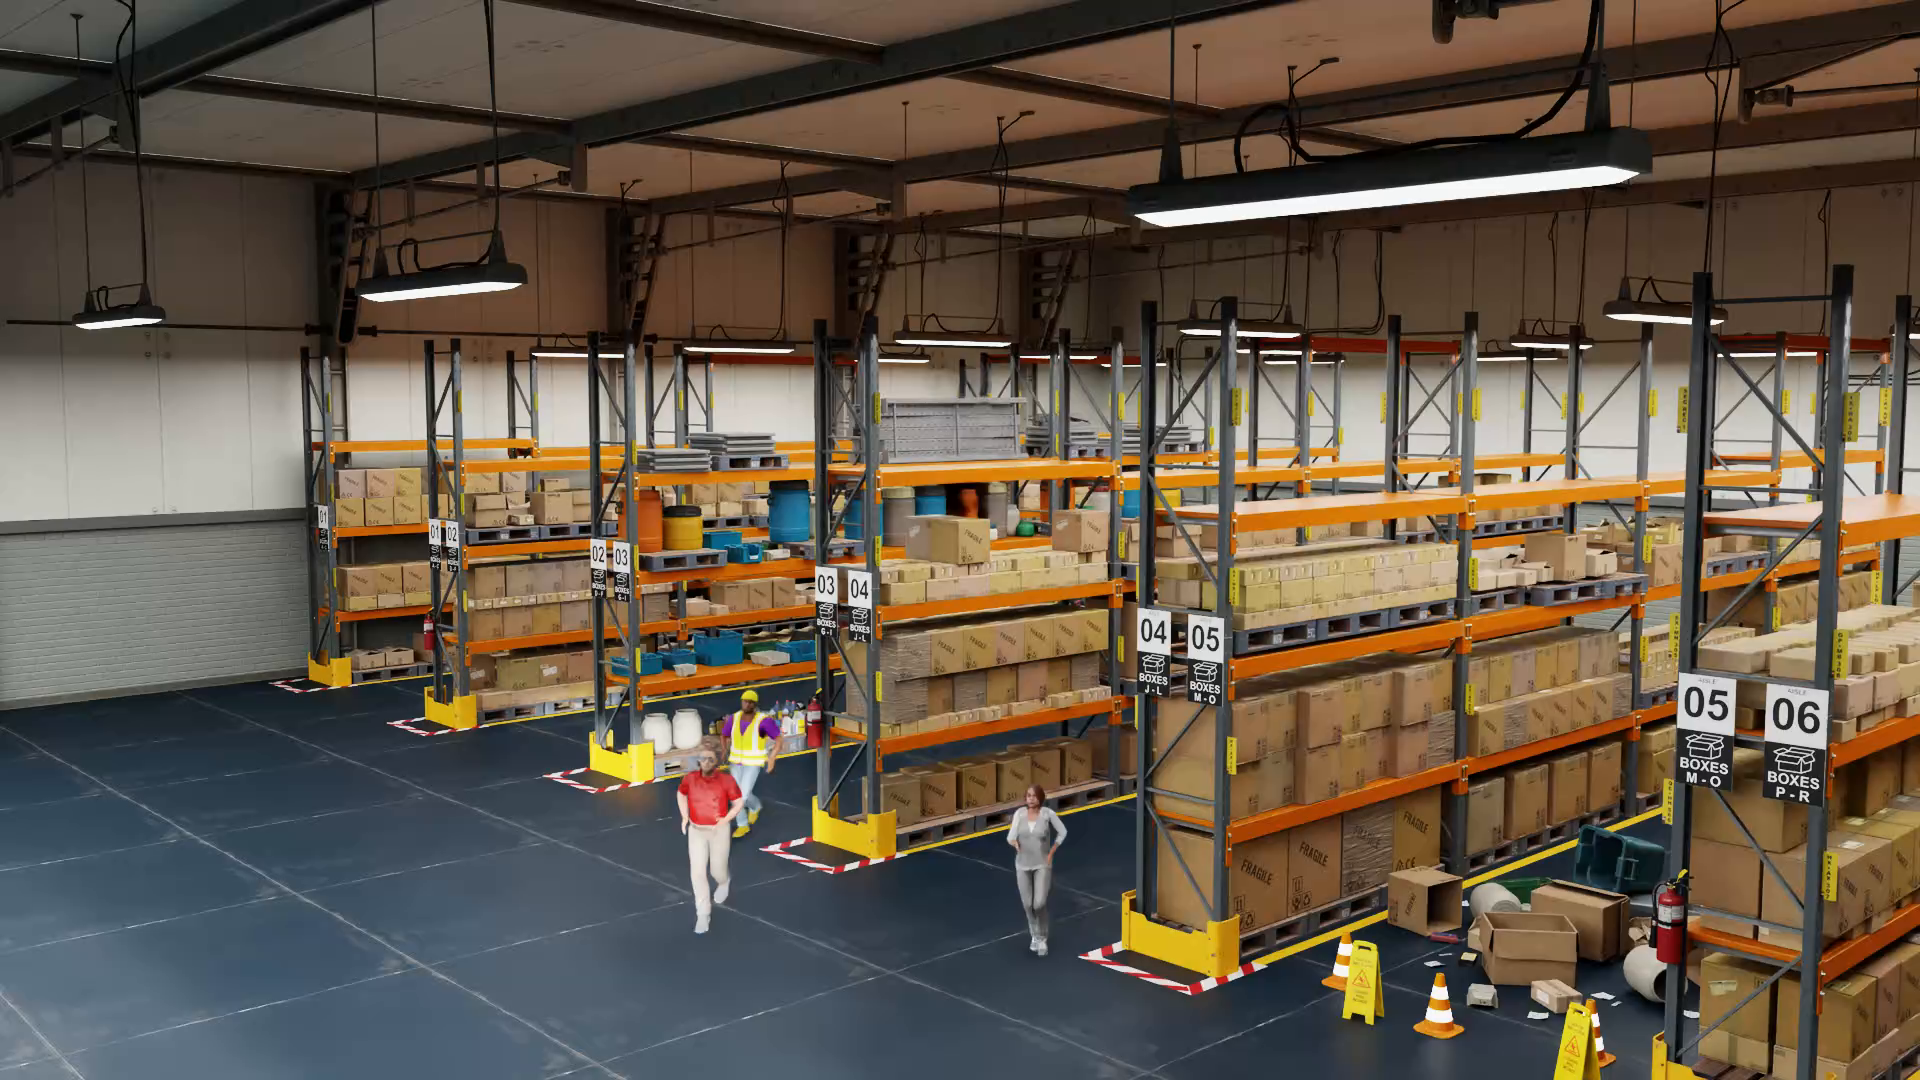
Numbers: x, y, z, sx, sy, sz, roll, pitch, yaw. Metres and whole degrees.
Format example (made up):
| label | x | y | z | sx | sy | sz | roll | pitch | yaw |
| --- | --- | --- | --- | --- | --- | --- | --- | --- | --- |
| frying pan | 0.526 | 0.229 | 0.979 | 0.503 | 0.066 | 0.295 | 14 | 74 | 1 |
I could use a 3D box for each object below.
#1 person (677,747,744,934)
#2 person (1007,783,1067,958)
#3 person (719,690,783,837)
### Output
| label | x | y | z | sx | sy | sz | roll | pitch | yaw |
| --- | --- | --- | --- | --- | --- | --- | --- | --- | --- |
| person | -2.455 | 2.889 | 16.321 | 0.675 | 1.733 | 0.905 | 0 | 5 | -1 |
| person | 0.681 | 3.052 | 15.297 | 0.534 | 1.602 | 0.580 | 1 | 5 | 15 |
| person | -2.481 | 2.605 | 19.432 | 0.760 | 1.722 | 0.571 | 2 | 5 | 18 |
